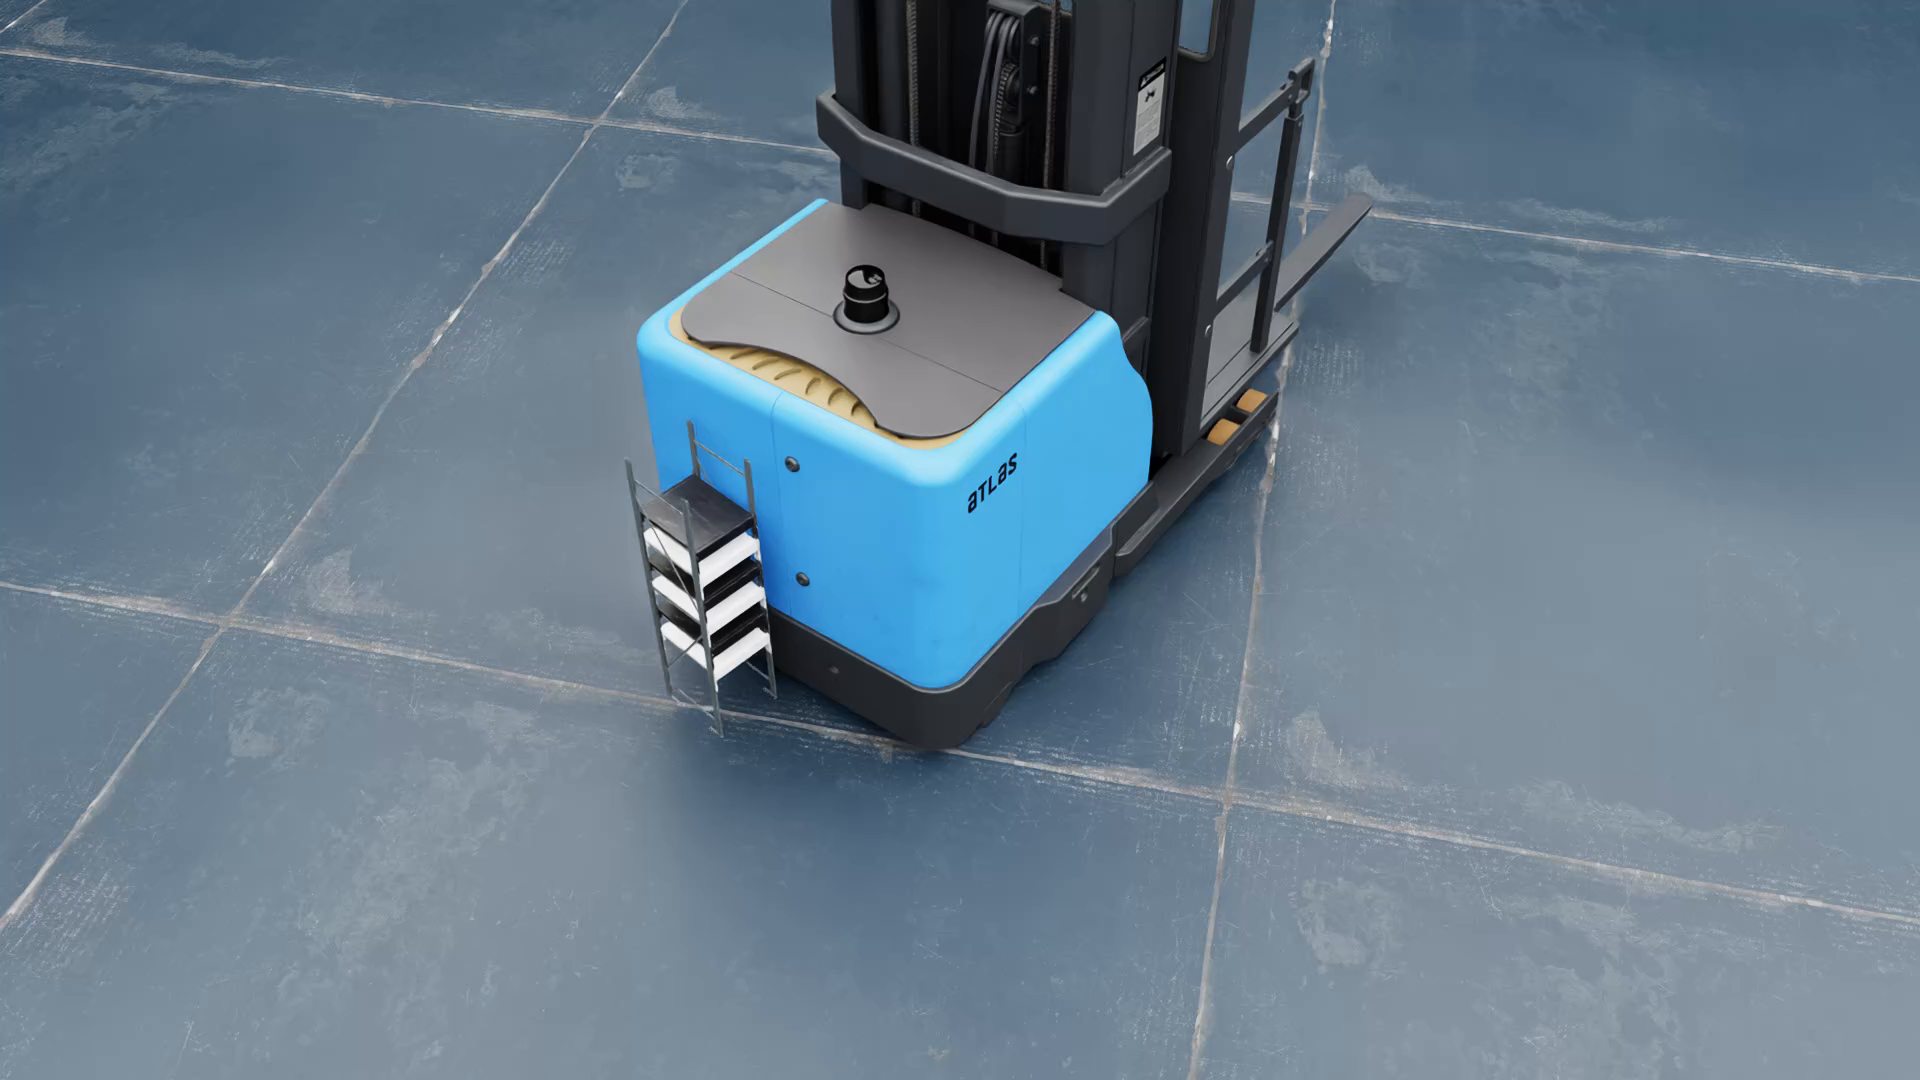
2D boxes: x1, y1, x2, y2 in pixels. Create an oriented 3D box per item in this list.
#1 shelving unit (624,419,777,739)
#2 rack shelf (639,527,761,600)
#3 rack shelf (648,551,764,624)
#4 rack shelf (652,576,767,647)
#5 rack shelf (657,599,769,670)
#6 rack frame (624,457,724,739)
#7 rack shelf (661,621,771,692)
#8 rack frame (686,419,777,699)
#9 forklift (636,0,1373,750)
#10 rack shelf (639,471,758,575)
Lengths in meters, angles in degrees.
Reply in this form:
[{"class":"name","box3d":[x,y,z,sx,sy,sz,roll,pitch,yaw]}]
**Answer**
[{"class":"shelving unit","box3d":[-0.684,0.124,4.471,0.258,0.900,0.210,33,53,29]},{"class":"rack shelf","box3d":[-0.683,0.018,4.370,0.258,0.077,0.200,33,53,29]},{"class":"rack shelf","box3d":[-0.684,0.083,4.432,0.258,0.077,0.200,33,53,29]},{"class":"rack shelf","box3d":[-0.684,0.148,4.494,0.258,0.077,0.200,33,53,29]},{"class":"rack shelf","box3d":[-0.684,0.213,4.557,0.258,0.077,0.200,33,53,29]},{"class":"rack frame","box3d":[-0.753,0.176,4.418,0.240,0.900,0.006,33,53,29]},{"class":"rack shelf","box3d":[-0.684,0.278,4.619,0.258,0.077,0.200,33,53,29]},{"class":"rack frame","box3d":[-0.614,0.073,4.525,0.240,0.900,0.006,33,53,29]},{"class":"forklift","box3d":[0.409,-1.466,4.659,1.130,2.935,3.031,26,50,25]},{"class":"rack shelf","box3d":[-0.683,-0.047,4.308,0.258,0.077,0.200,33,53,29]}]
